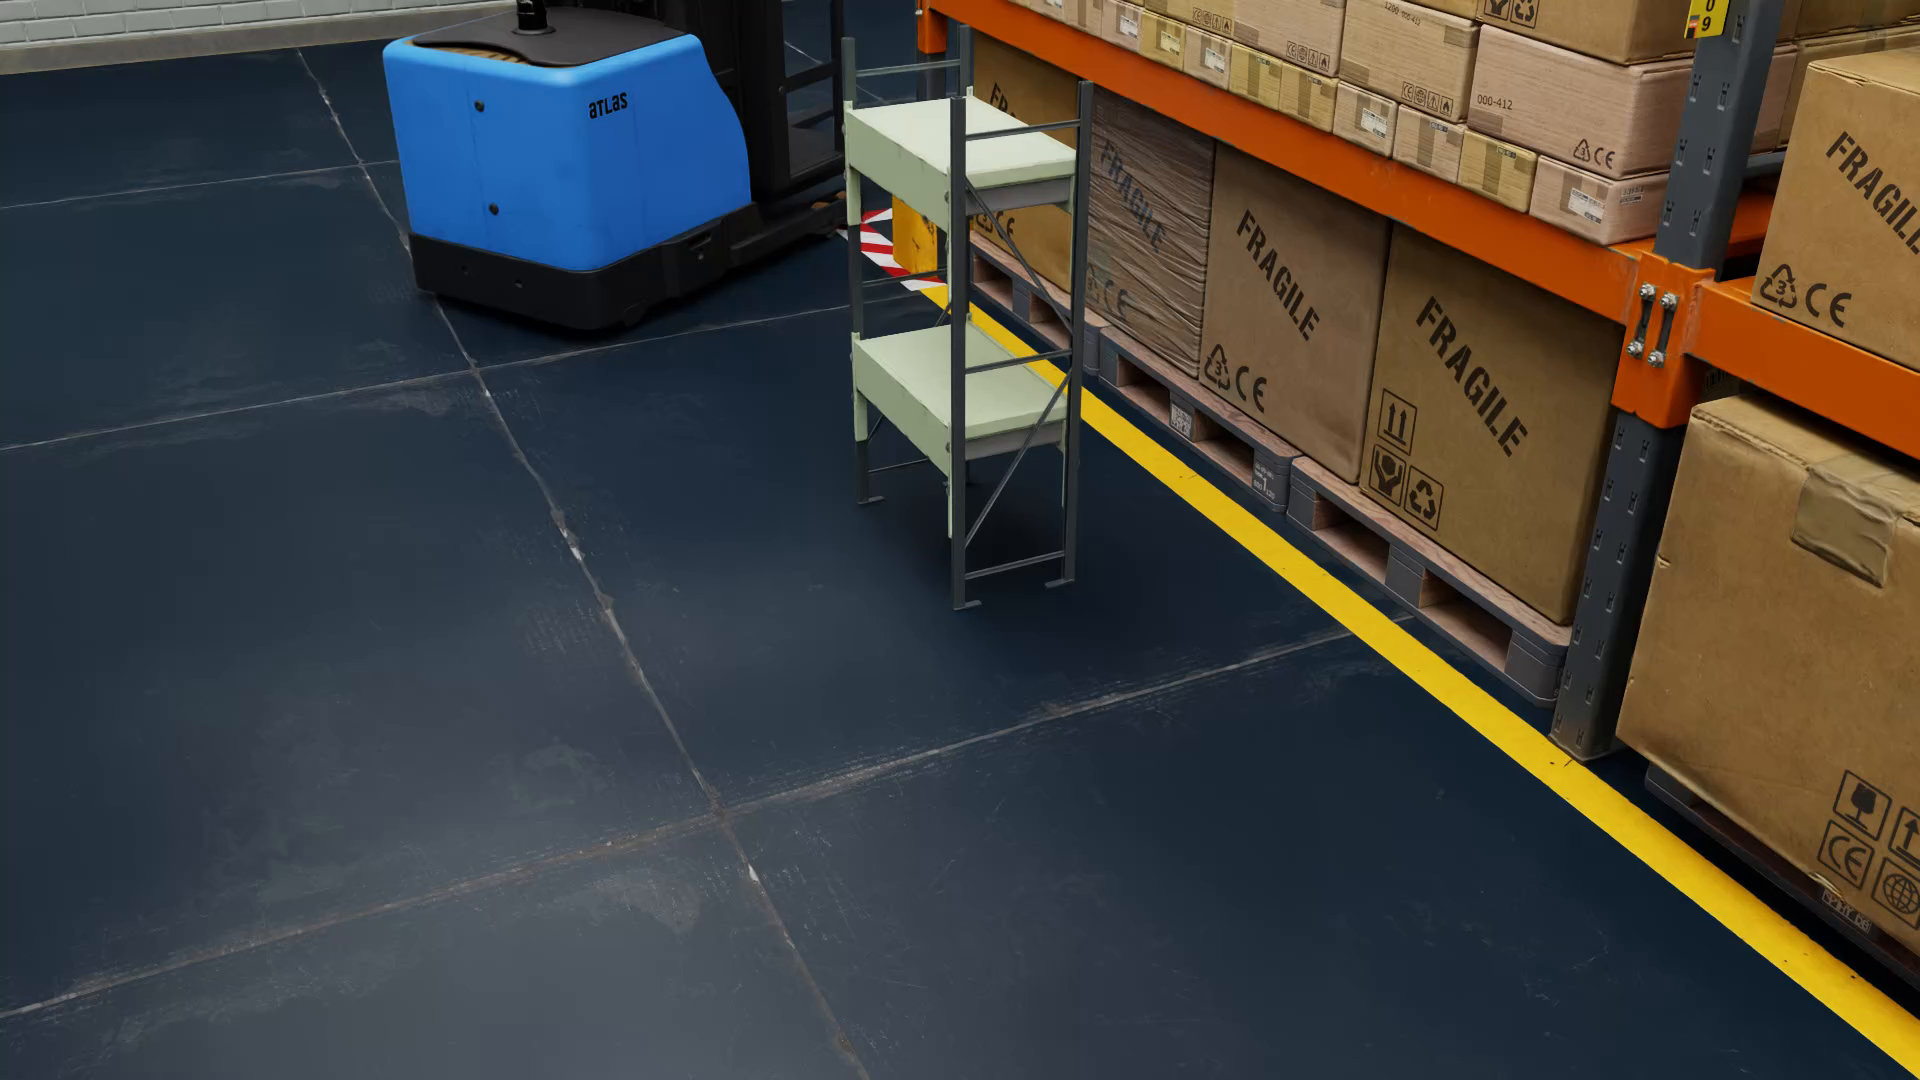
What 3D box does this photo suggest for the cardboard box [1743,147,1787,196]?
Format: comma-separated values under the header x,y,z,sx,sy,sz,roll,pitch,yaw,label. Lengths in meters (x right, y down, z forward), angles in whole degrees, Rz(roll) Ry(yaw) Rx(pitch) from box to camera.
x,y,z,sx,sy,sz,roll,pitch,yaw,label
2.178,-0.958,4.148,0.380,0.149,0.250,-13,32,-22,cardboard box

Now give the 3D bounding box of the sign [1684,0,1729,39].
x,y,z,sx,sy,sz,roll,pitch,yaw,label
1.504,-1.162,3.289,0.100,0.325,0.005,-13,32,-22,sign

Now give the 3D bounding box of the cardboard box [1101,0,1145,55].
x,y,z,sx,sy,sz,roll,pitch,yaw,label
0.696,-1.730,5.526,0.380,0.149,0.250,-13,32,-23,cardboard box

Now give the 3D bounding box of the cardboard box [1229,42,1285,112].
x,y,z,sx,sy,sz,roll,pitch,yaw,label
1.026,-1.391,4.920,0.380,0.149,0.250,-14,32,-23,cardboard box

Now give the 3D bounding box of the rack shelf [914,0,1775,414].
x,y,z,sx,sy,sz,roll,pitch,yaw,label
1.146,-1.436,5.480,1.077,0.370,4.000,-13,32,-22,rack shelf

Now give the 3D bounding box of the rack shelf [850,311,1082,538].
x,y,z,sx,sy,sz,roll,pitch,yaw,label
0.003,-0.367,5.037,0.431,0.370,0.720,-13,32,-22,rack shelf

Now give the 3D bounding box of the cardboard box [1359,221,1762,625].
x,y,z,sx,sy,sz,roll,pitch,yaw,label
1.794,-0.431,4.695,0.875,0.875,0.875,-13,32,-22,cardboard box

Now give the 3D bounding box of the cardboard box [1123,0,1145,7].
x,y,z,sx,sy,sz,roll,pitch,yaw,label
0.692,-1.978,5.560,0.500,0.250,0.500,-14,32,-24,cardboard box

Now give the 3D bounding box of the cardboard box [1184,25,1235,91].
x,y,z,sx,sy,sz,roll,pitch,yaw,label
0.918,-1.503,5.121,0.380,0.149,0.250,-13,32,-21,cardboard box

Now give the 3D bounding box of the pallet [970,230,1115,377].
x,y,z,sx,sy,sz,roll,pitch,yaw,label
0.702,-1.080,6.961,1.003,0.211,1.213,-13,32,-22,pallet

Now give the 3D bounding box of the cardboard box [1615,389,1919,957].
x,y,z,sx,sy,sz,roll,pitch,yaw,label
2.298,0.155,3.649,1.225,0.875,0.875,-13,32,-22,cardboard box

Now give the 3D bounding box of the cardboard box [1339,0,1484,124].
x,y,z,sx,sy,sz,roll,pitch,yaw,label
1.354,-1.299,4.349,0.500,0.250,0.500,-12,31,-20,cardboard box

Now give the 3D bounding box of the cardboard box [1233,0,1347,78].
x,y,z,sx,sy,sz,roll,pitch,yaw,label
1.135,-1.524,4.751,0.500,0.250,0.500,-12,32,-21,cardboard box

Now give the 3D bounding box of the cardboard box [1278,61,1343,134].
x,y,z,sx,sy,sz,roll,pitch,yaw,label
1.136,-1.277,4.718,0.380,0.149,0.250,-12,32,-21,cardboard box

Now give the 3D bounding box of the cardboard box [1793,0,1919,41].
x,y,z,sx,sy,sz,roll,pitch,yaw,label
2.030,-1.523,3.982,0.500,0.500,0.500,-13,32,-22,cardboard box

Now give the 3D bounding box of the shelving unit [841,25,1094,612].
x,y,z,sx,sy,sz,roll,pitch,yaw,label
0.003,-0.651,4.878,0.431,1.500,0.755,-13,32,-22,shelving unit

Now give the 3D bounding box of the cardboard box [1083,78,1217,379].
x,y,z,sx,sy,sz,roll,pitch,yaw,label
1.026,-1.222,6.106,0.875,0.875,0.875,-13,32,-22,cardboard box

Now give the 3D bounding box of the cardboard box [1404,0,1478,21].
x,y,z,sx,sy,sz,roll,pitch,yaw,label
1.355,-1.627,4.167,0.500,0.500,0.500,-13,32,-21,cardboard box

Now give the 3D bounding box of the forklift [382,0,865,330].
x,y,z,sx,sy,sz,roll,pitch,yaw,label
-1.111,-2.794,7.236,1.130,2.935,3.031,16,33,27,forklift

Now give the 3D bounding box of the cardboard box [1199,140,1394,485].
x,y,z,sx,sy,sz,roll,pitch,yaw,label
1.408,-0.829,5.404,0.875,0.875,0.875,-13,32,-22,cardboard box

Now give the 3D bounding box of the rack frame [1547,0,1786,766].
x,y,z,sx,sy,sz,roll,pitch,yaw,label
2.005,-0.867,3.729,1.000,3.000,0.127,-13,32,-22,rack frame

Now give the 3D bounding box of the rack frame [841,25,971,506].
x,y,z,sx,sy,sz,roll,pitch,yaw,label
-0.154,-0.813,5.166,0.400,1.500,0.023,-13,32,-22,rack frame

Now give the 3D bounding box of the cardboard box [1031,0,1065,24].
x,y,z,sx,sy,sz,roll,pitch,yaw,label
0.477,-1.957,5.930,0.380,0.149,0.250,-14,32,-23,cardboard box

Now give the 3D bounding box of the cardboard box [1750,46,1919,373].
x,y,z,sx,sy,sz,roll,pitch,yaw,label
1.977,-0.655,3.248,0.500,0.500,0.500,-13,32,-22,cardboard box

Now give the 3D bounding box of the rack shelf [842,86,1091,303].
x,y,z,sx,sy,sz,roll,pitch,yaw,label
0.003,-0.992,4.687,0.431,0.370,0.720,-13,32,-22,rack shelf

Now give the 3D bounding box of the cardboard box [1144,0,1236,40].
x,y,z,sx,sy,sz,roll,pitch,yaw,label
0.920,-1.749,5.151,0.500,0.250,0.500,-14,32,-23,cardboard box

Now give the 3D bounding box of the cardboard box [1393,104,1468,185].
x,y,z,sx,sy,sz,roll,pitch,yaw,label
1.358,-1.050,4.313,0.380,0.149,0.250,-14,32,-23,cardboard box

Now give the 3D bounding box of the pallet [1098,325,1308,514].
x,y,z,sx,sy,sz,roll,pitch,yaw,label
1.222,-0.542,6.001,1.003,0.211,1.213,-13,32,-22,pallet

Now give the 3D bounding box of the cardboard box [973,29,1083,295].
x,y,z,sx,sy,sz,roll,pitch,yaw,label
0.635,-1.624,6.822,0.875,0.875,0.875,-13,32,-22,cardboard box

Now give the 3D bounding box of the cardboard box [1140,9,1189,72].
x,y,z,sx,sy,sz,roll,pitch,yaw,label
0.804,-1.619,5.327,0.380,0.149,0.250,-14,32,-23,cardboard box

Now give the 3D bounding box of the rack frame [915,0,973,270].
x,y,z,sx,sy,sz,roll,pitch,yaw,label
0.288,-2.634,6.880,1.000,3.000,0.127,-13,32,-22,rack frame

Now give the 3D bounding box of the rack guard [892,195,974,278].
x,y,z,sx,sy,sz,roll,pitch,yaw,label
0.278,-1.554,7.510,1.175,0.500,0.348,-13,32,-22,rack guard

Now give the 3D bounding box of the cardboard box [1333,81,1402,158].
x,y,z,sx,sy,sz,roll,pitch,yaw,label
1.247,-1.164,4.515,0.380,0.149,0.250,-12,32,-21,cardboard box

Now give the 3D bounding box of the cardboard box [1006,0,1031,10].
x,y,z,sx,sy,sz,roll,pitch,yaw,label
0.364,-2.072,6.135,0.380,0.149,0.250,-14,32,-23,cardboard box

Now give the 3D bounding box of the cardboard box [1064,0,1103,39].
x,y,z,sx,sy,sz,roll,pitch,yaw,label
0.585,-1.844,5.729,0.380,0.149,0.250,-14,32,-23,cardboard box

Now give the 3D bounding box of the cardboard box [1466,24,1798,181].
x,y,z,sx,sy,sz,roll,pitch,yaw,label
1.578,-1.071,3.942,0.500,0.250,0.500,-14,32,-23,cardboard box

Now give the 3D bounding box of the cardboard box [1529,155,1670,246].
x,y,z,sx,sy,sz,roll,pitch,yaw,label
1.578,-0.823,3.908,0.380,0.149,0.250,-13,32,-22,cardboard box

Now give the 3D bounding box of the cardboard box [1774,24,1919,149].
x,y,z,sx,sy,sz,roll,pitch,yaw,label
2.040,-1.193,4.161,0.500,0.250,0.500,-14,32,-23,cardboard box

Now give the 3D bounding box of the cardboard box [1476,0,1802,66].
x,y,z,sx,sy,sz,roll,pitch,yaw,label
1.566,-1.405,3.771,0.500,0.500,0.500,-12,31,-21,cardboard box

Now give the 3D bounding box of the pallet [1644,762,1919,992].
x,y,z,sx,sy,sz,roll,pitch,yaw,label
2.404,0.675,3.831,1.003,0.211,1.213,-13,32,-22,pallet

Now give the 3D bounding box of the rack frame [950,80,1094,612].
x,y,z,sx,sy,sz,roll,pitch,yaw,label
0.160,-0.490,4.590,0.400,1.500,0.023,-13,32,-22,rack frame

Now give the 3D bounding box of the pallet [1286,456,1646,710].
x,y,z,sx,sy,sz,roll,pitch,yaw,label
1.749,-0.003,5.039,1.003,0.211,1.213,-13,32,-22,pallet

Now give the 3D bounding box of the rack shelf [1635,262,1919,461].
x,y,z,sx,sy,sz,roll,pitch,yaw,label
2.864,0.331,2.329,1.077,0.370,4.000,-13,32,-22,rack shelf

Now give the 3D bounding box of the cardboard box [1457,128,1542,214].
x,y,z,sx,sy,sz,roll,pitch,yaw,label
1.467,-0.937,4.111,0.380,0.149,0.250,-12,32,-21,cardboard box
